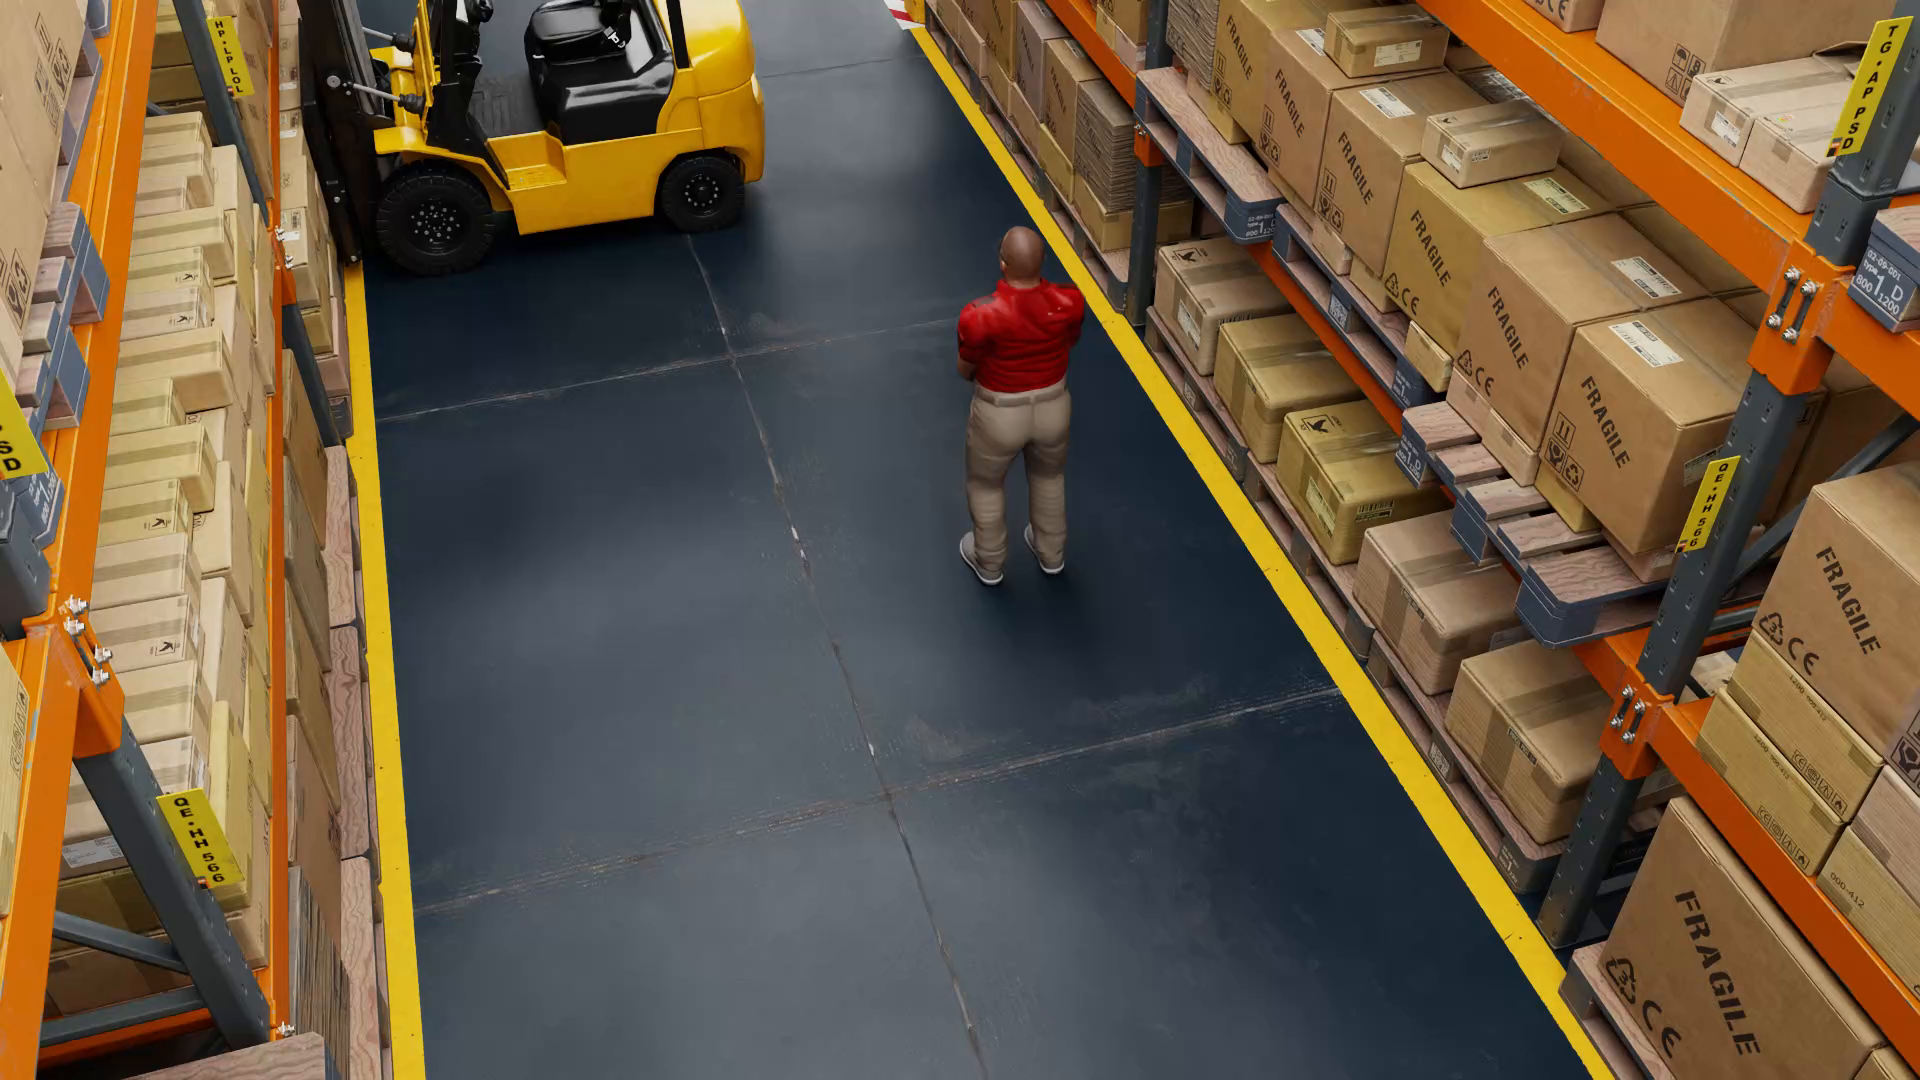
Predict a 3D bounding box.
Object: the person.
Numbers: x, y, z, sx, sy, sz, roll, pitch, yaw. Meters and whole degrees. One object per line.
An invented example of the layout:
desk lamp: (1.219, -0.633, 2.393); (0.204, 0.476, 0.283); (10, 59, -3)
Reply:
person: (0.206, -0.584, 6.821); (0.514, 1.725, 0.530); (-12, 43, -13)
